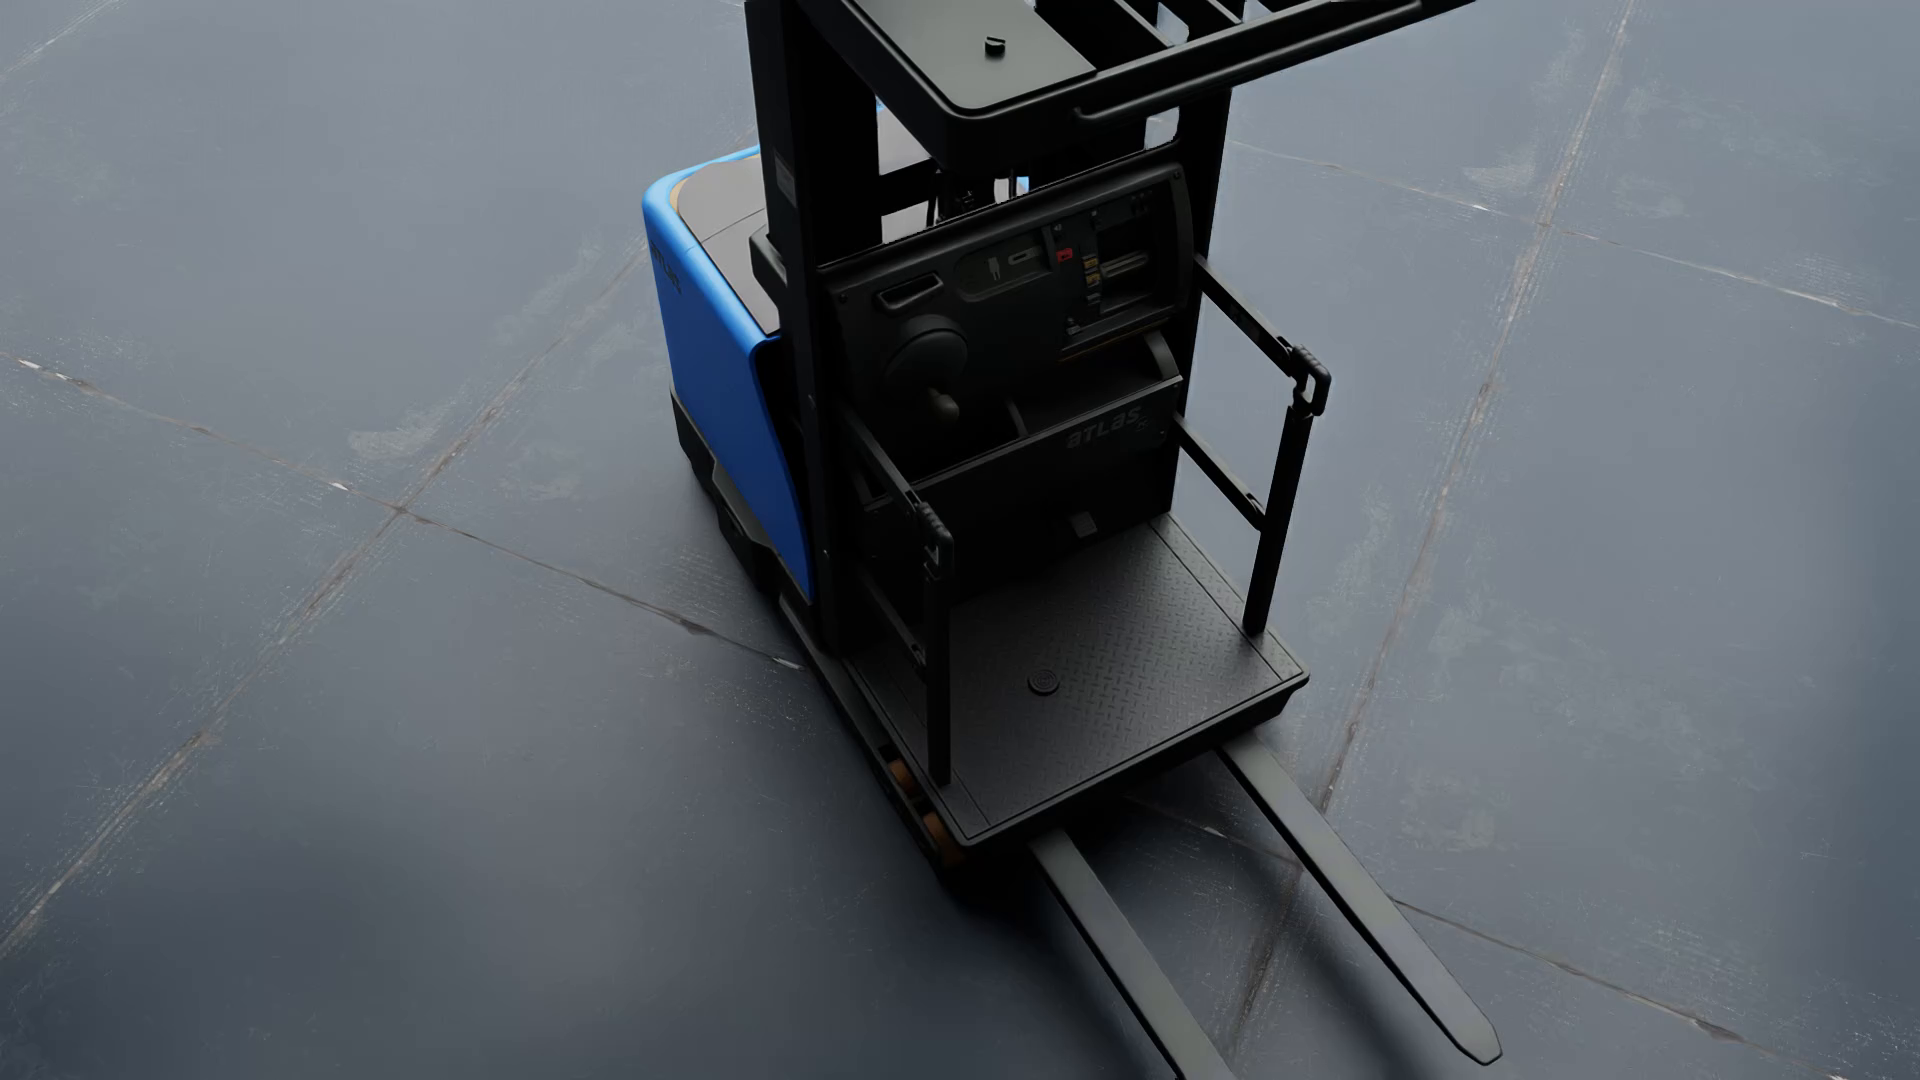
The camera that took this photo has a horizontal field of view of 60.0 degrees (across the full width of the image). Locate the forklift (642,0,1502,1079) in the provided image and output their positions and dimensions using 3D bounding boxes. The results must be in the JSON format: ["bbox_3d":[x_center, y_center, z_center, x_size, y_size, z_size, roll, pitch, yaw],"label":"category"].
[{"bbox_3d":[0.246,-0.469,3.724,1.130,2.935,3.031,-23,53,-19],"label":"forklift"}]
